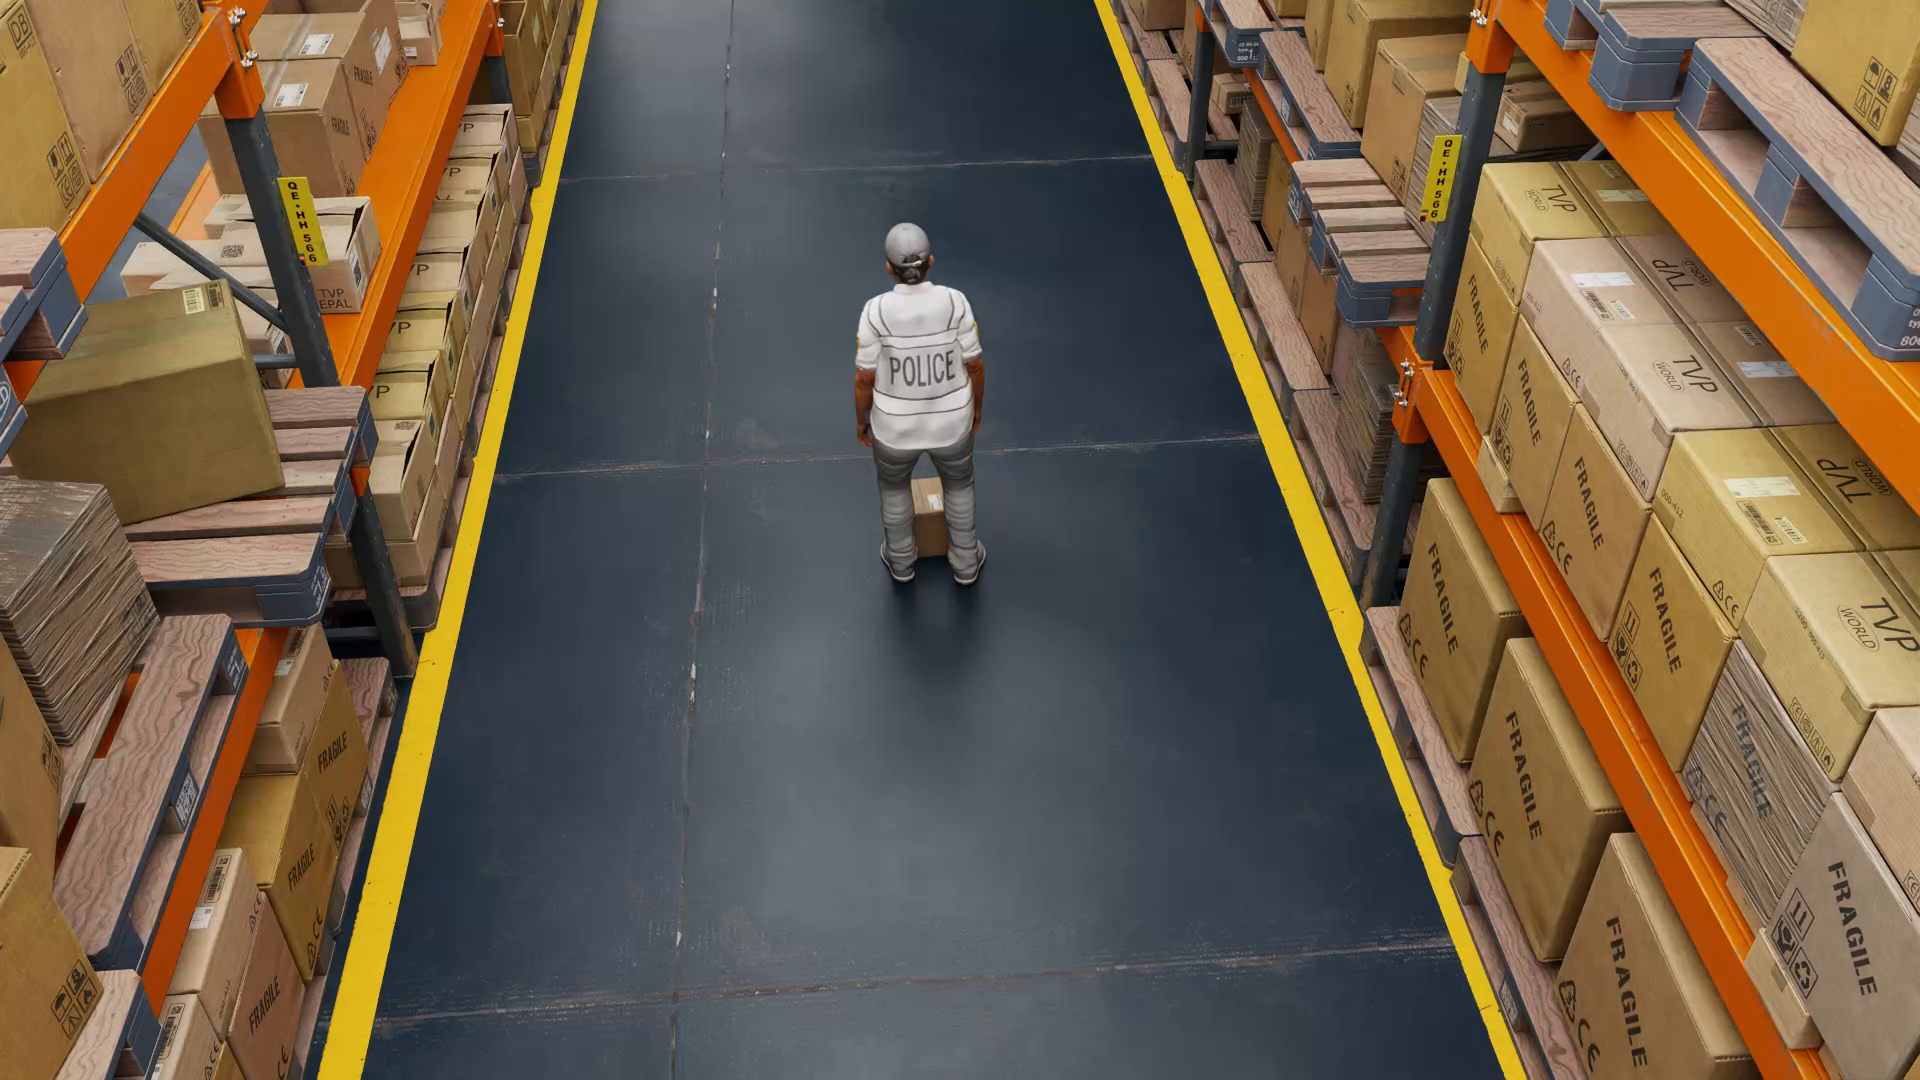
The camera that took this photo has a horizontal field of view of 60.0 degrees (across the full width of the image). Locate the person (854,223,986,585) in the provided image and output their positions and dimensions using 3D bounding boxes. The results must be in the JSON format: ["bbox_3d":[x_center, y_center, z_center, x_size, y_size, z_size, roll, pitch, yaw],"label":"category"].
[{"bbox_3d":[-0.152,-0.507,6.769,0.558,1.665,0.468,-5,40,-7],"label":"person"}]
